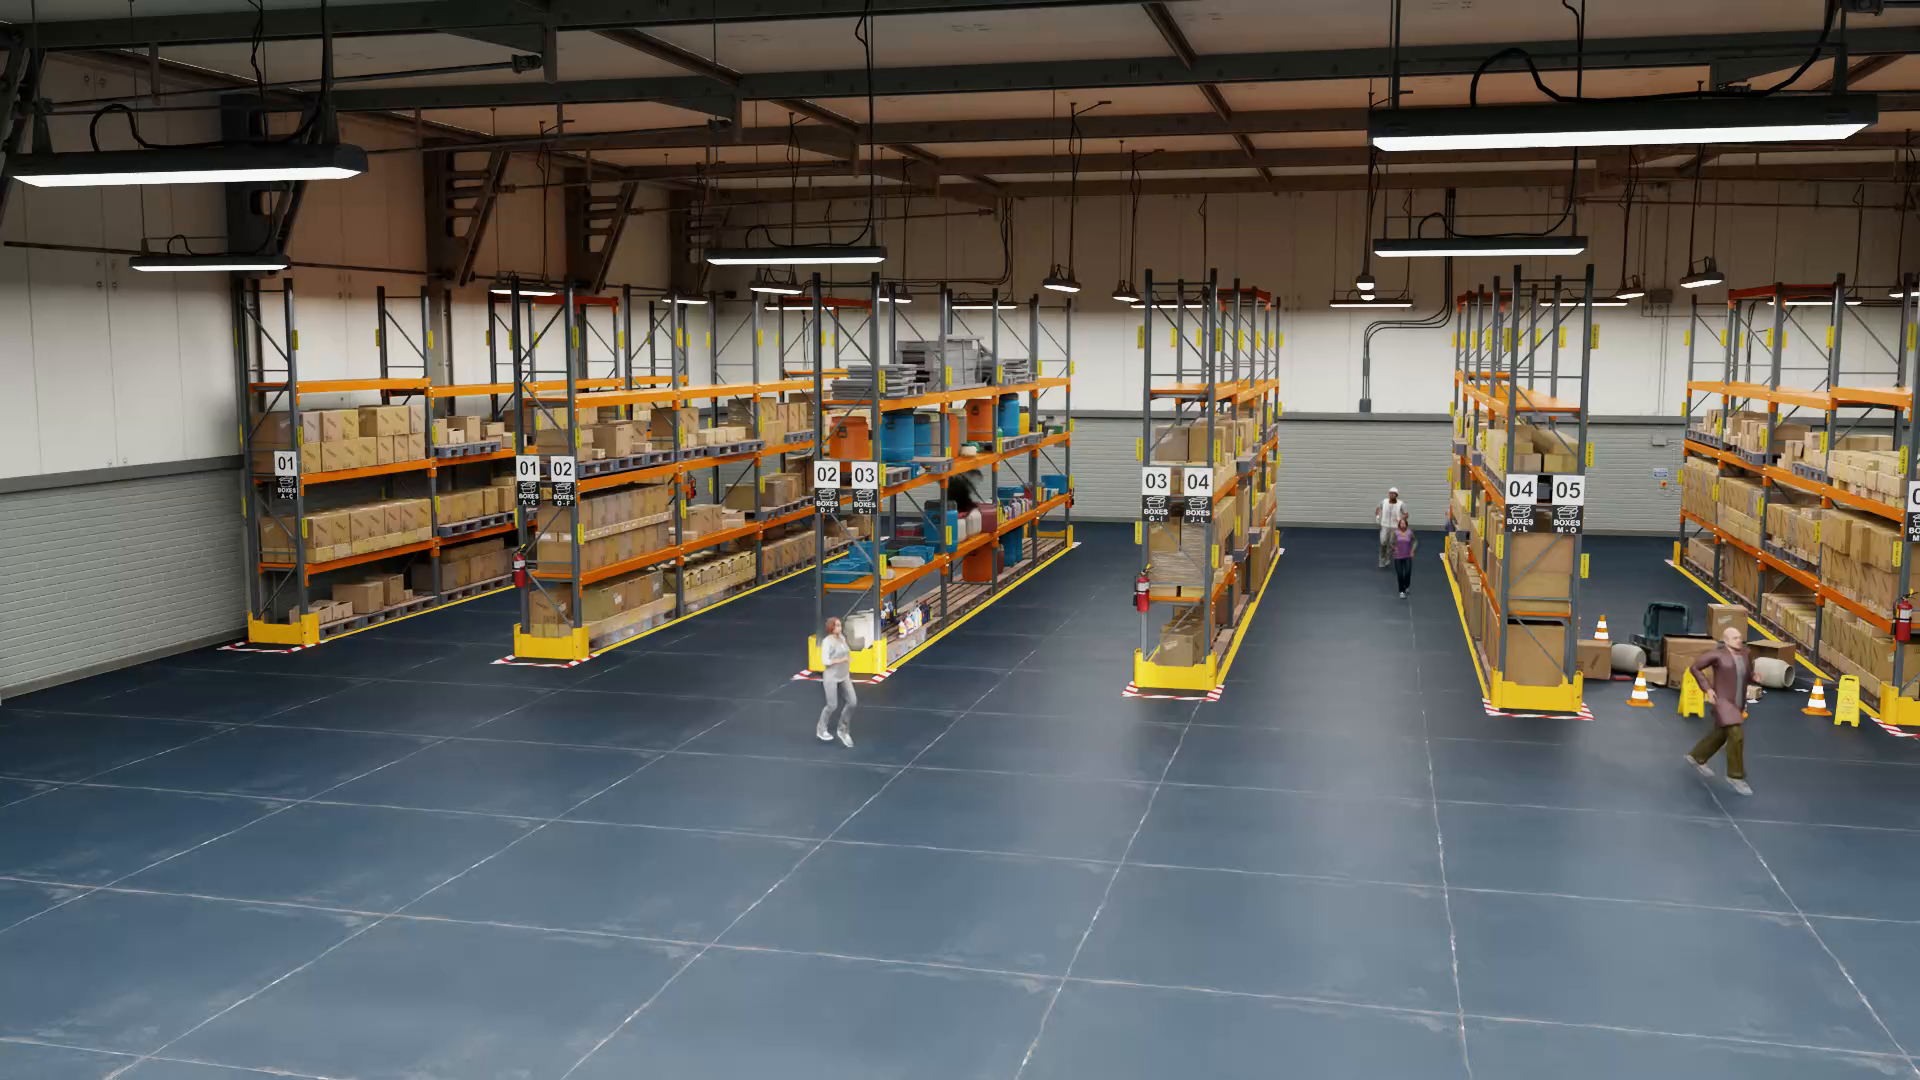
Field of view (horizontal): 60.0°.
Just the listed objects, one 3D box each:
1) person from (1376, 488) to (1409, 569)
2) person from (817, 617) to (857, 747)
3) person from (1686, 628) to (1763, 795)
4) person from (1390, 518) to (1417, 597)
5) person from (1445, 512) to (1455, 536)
[{"bbox_3d":[9.509,-0.259,36.639,0.712,1.801,0.626,2,7,19],"label":"person"},{"bbox_3d":[-1.518,1.763,20.561,0.661,1.602,0.514,6,9,41],"label":"person"},{"bbox_3d":[8.645,1.881,18.751,0.675,1.832,0.935,-3,8,-26],"label":"person"},{"bbox_3d":[8.600,0.353,32.255,0.508,1.558,0.586,2,7,15],"label":"person"},{"bbox_3d":[11.763,-0.525,39.596,0.521,1.566,0.718,4,8,32],"label":"person"}]
